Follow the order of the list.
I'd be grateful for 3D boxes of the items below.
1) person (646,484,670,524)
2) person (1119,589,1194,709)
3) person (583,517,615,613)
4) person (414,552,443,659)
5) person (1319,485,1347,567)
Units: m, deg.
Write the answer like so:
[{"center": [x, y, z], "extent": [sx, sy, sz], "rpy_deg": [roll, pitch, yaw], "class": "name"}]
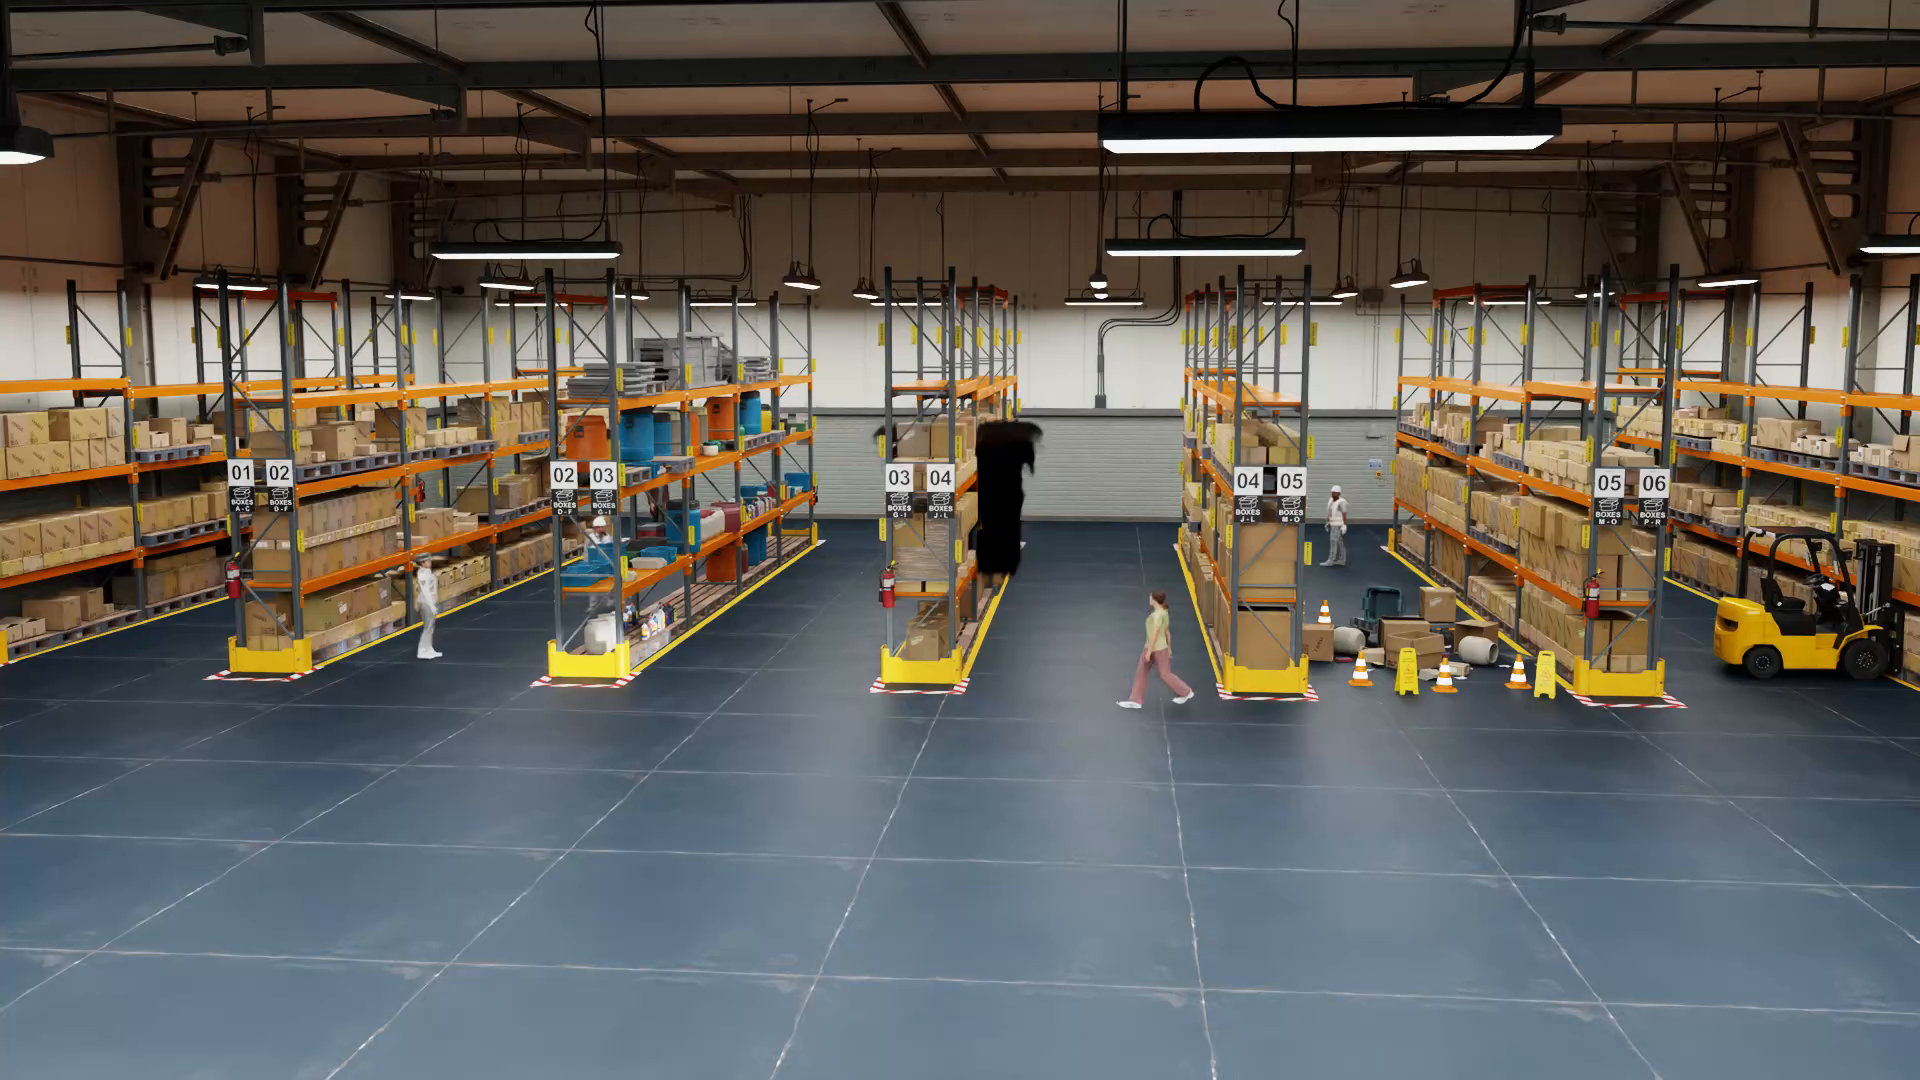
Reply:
[{"center": [-7.460, -0.889, 41.269], "extent": [0.622, 1.709, 1.140], "rpy_deg": [-2, 7, -17], "class": "person"}, {"center": [2.677, 1.471, 22.439], "extent": [0.983, 1.640, 0.426], "rpy_deg": [-2, 7, -19], "class": "person"}, {"center": [-6.559, 0.449, 30.398], "extent": [0.683, 1.727, 1.045], "rpy_deg": [0, 7, 4], "class": "person"}, {"center": [-8.321, 1.021, 26.020], "extent": [0.446, 1.688, 0.499], "rpy_deg": [-4, 8, -31], "class": "person"}, {"center": [8.209, -0.318, 36.611], "extent": [0.641, 1.775, 0.587], "rpy_deg": [0, 7, 1], "class": "person"}]
